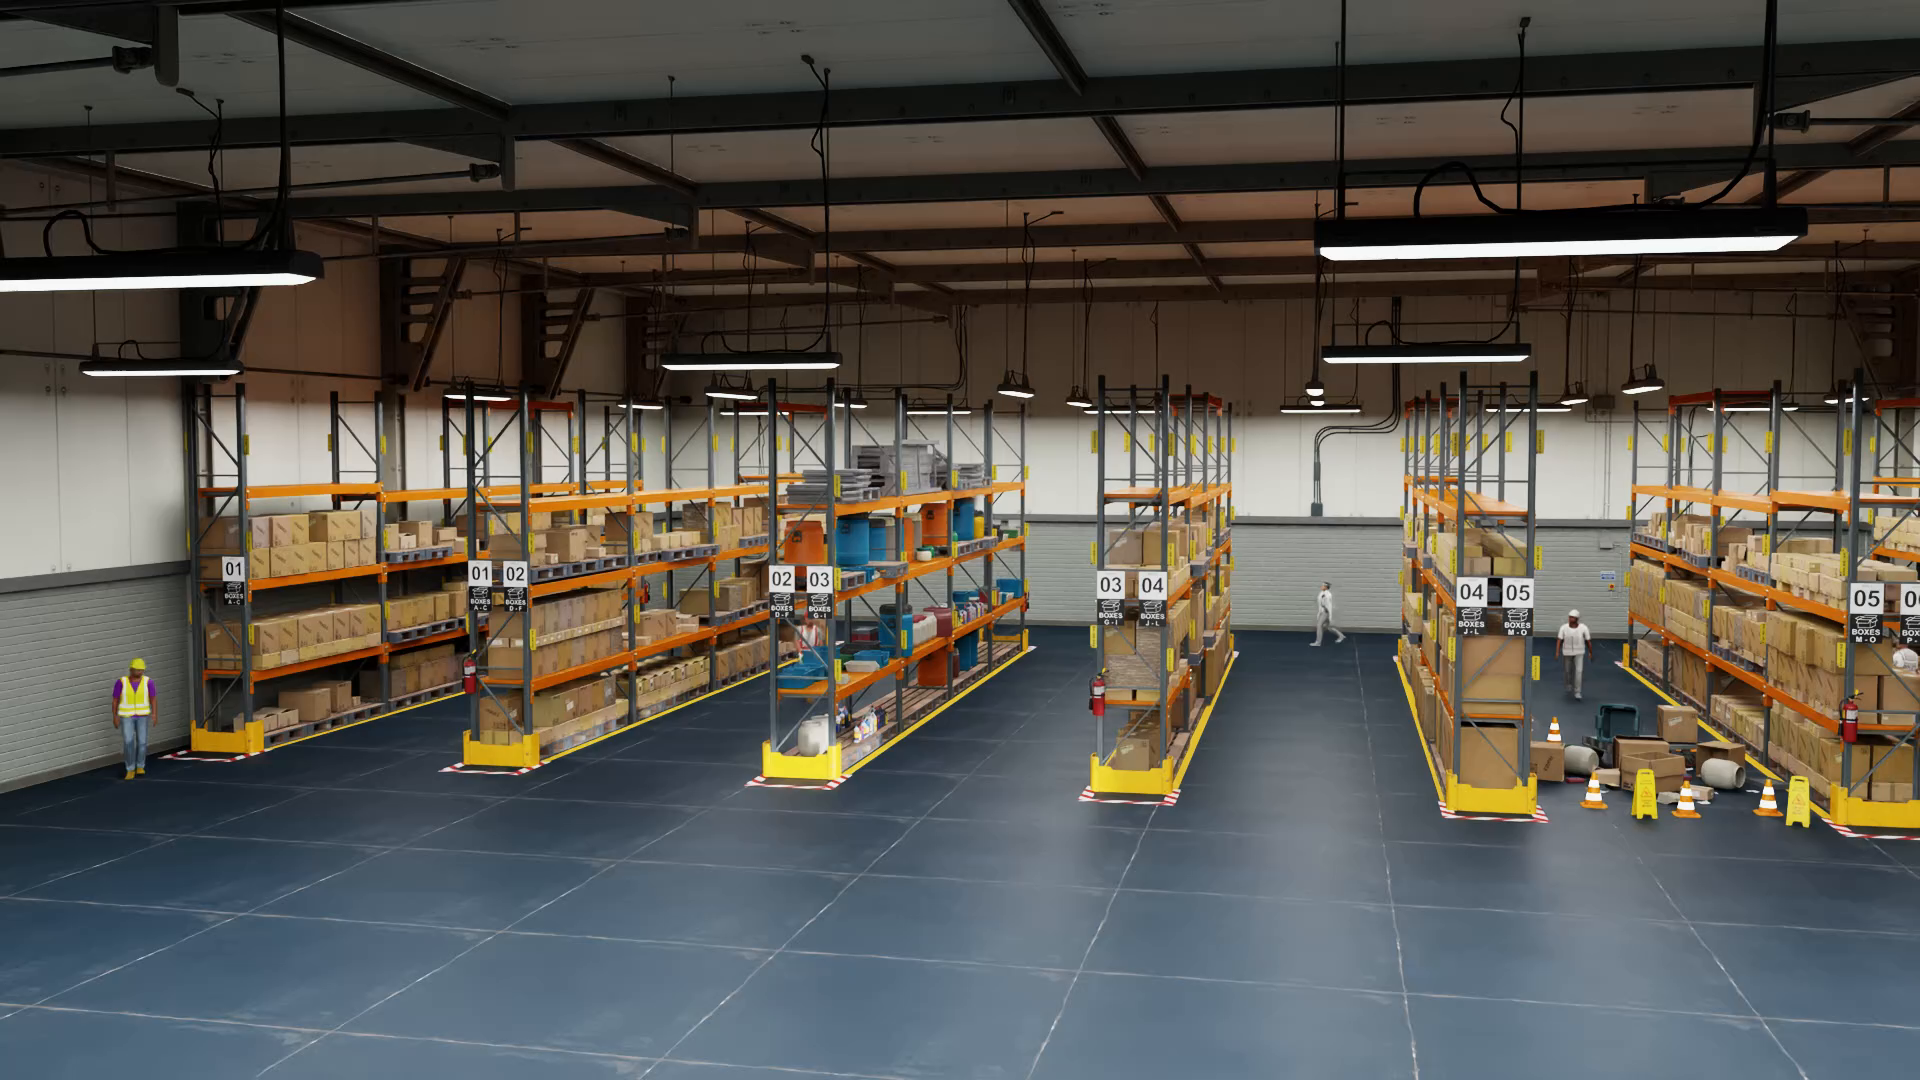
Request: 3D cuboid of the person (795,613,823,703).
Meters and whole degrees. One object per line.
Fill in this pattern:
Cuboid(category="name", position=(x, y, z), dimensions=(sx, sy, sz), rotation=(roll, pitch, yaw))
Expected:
Cuboid(category="person", position=(-2.931, 2.263, 32.428), dimensions=(0.560, 1.728, 0.995), rotation=(0, 3, -2))

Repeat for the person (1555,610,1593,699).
Cuboid(category="person", position=(12.174, 2.240, 32.953), dimensions=(0.708, 1.706, 1.071), rotation=(1, 4, 22))

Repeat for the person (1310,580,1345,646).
Cuboid(category="person", position=(9.114, 1.805, 41.244), dimensions=(0.898, 1.648, 0.482), rotation=(0, 3, 0))

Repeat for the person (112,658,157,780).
Cuboid(category="person", position=(-12.440, 2.713, 25.104), dimensions=(0.599, 1.832, 0.532), rotation=(-2, 4, -35))

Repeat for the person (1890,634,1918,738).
Cuboid(category="person", position=(16.111, 2.532, 28.362), dimensions=(0.540, 1.825, 0.599), rotation=(0, 3, 5))
